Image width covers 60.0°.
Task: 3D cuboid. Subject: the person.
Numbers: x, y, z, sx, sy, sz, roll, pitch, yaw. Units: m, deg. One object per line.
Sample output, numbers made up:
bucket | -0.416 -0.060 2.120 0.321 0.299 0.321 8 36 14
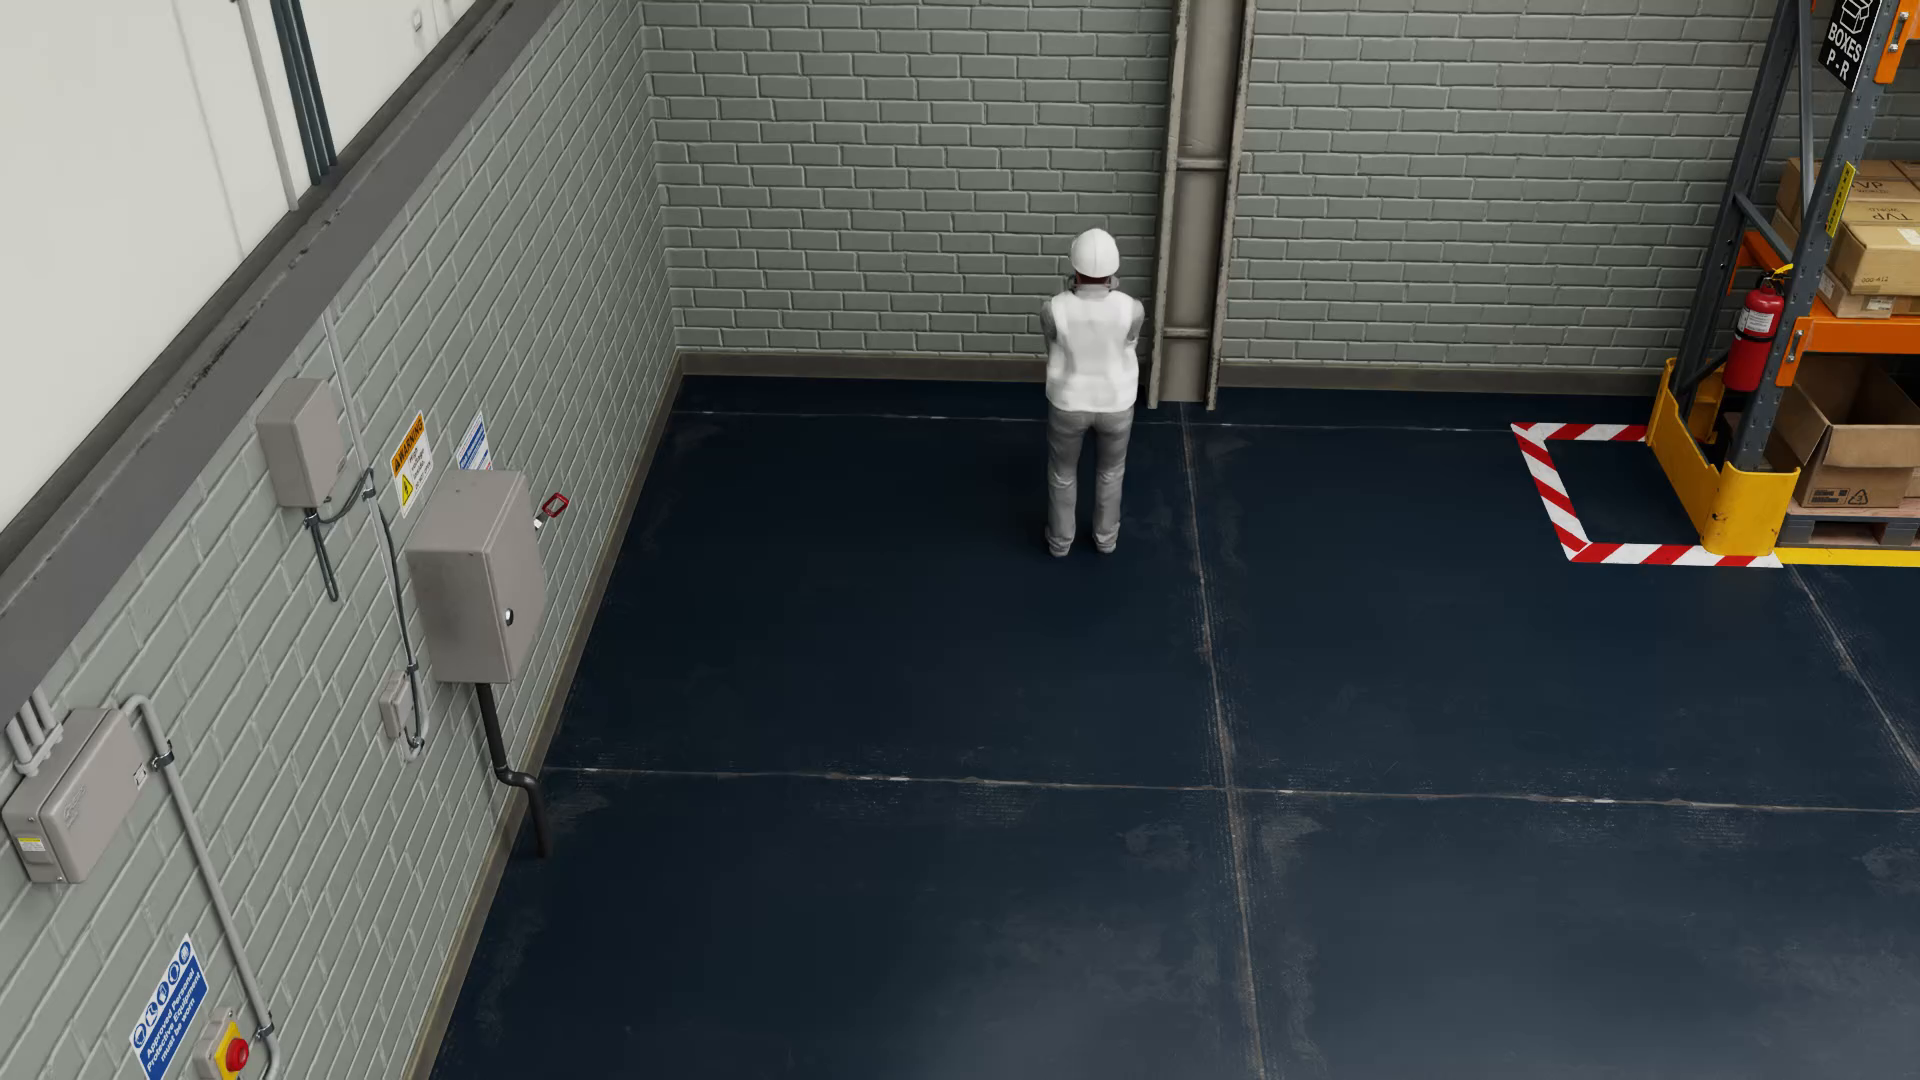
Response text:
person | 0.628 -0.734 8.130 0.482 1.772 0.551 1 35 1
